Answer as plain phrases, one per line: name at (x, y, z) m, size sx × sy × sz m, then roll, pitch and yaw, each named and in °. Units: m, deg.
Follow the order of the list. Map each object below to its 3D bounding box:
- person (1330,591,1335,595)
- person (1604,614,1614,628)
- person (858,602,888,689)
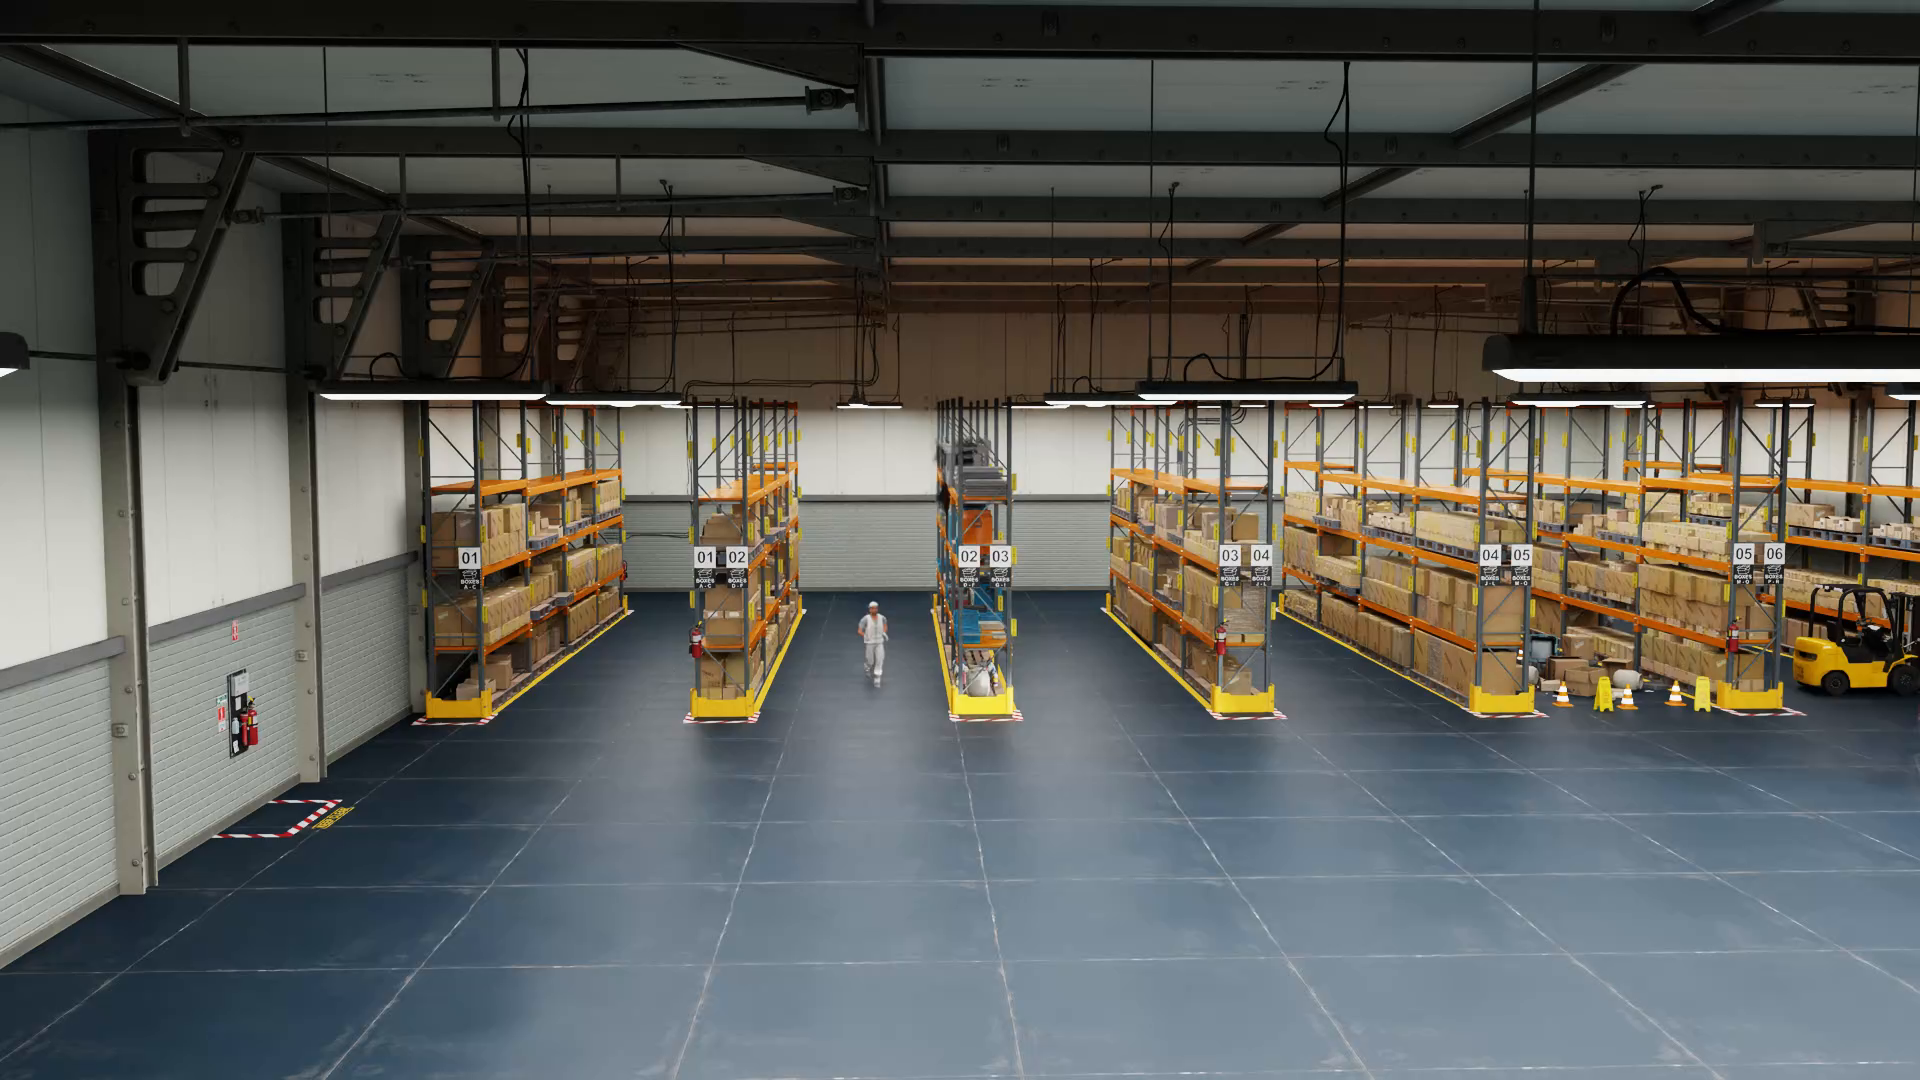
person at (11.103, 1.110, 49.066) m, size 0.735 × 1.699 × 0.588 m, roll -1°, pitch 5°, yaw -16°
person at (16.981, 1.443, 43.667) m, size 0.663 × 1.766 × 0.969 m, roll -1°, pitch 4°, yaw -8°
person at (-1.795, 2.169, 34.673) m, size 0.656 × 1.783 × 0.899 m, roll -1°, pitch 5°, yaw -18°
